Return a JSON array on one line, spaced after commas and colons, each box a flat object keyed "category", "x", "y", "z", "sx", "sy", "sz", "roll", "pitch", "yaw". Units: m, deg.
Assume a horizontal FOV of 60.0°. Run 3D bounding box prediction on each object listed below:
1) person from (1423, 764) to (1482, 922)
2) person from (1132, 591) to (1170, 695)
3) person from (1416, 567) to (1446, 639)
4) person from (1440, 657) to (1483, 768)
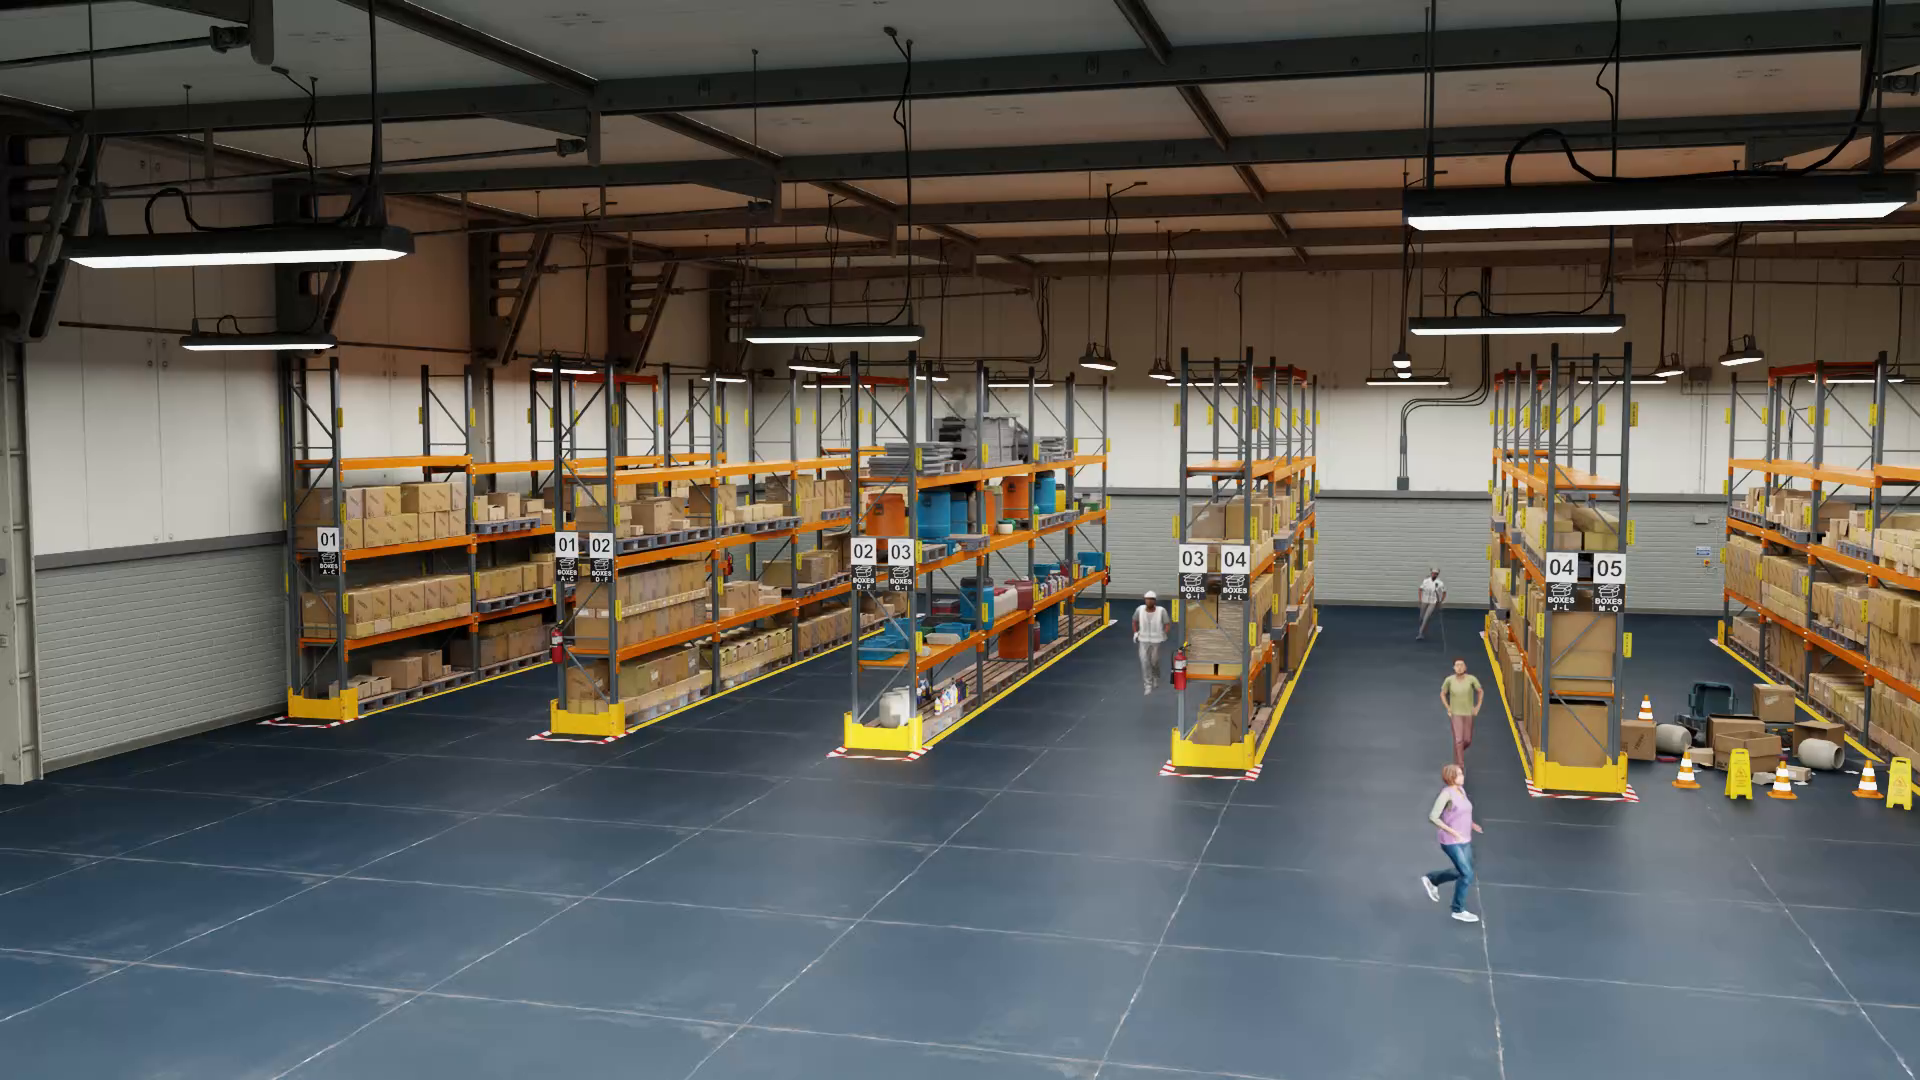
[{"category": "person", "x": 4.897, "y": 3.005, "z": 16.637, "sx": 0.637, "sy": 1.551, "sz": 0.540, "roll": 4, "pitch": 6, "yaw": 43}, {"category": "person", "x": 3.276, "y": 1.747, "z": 28.587, "sx": 0.663, "sy": 1.764, "sz": 0.728, "roll": 1, "pitch": 4, "yaw": 13}, {"category": "person", "x": 10.681, "y": 1.422, "z": 37.667, "sx": 0.625, "sy": 1.632, "sz": 0.670, "roll": 2, "pitch": 5, "yaw": 28}, {"category": "person", "x": 7.092, "y": 2.466, "z": 23.539, "sx": 0.586, "sy": 1.652, "sz": 0.626, "roll": 1, "pitch": 4, "yaw": 14}]
